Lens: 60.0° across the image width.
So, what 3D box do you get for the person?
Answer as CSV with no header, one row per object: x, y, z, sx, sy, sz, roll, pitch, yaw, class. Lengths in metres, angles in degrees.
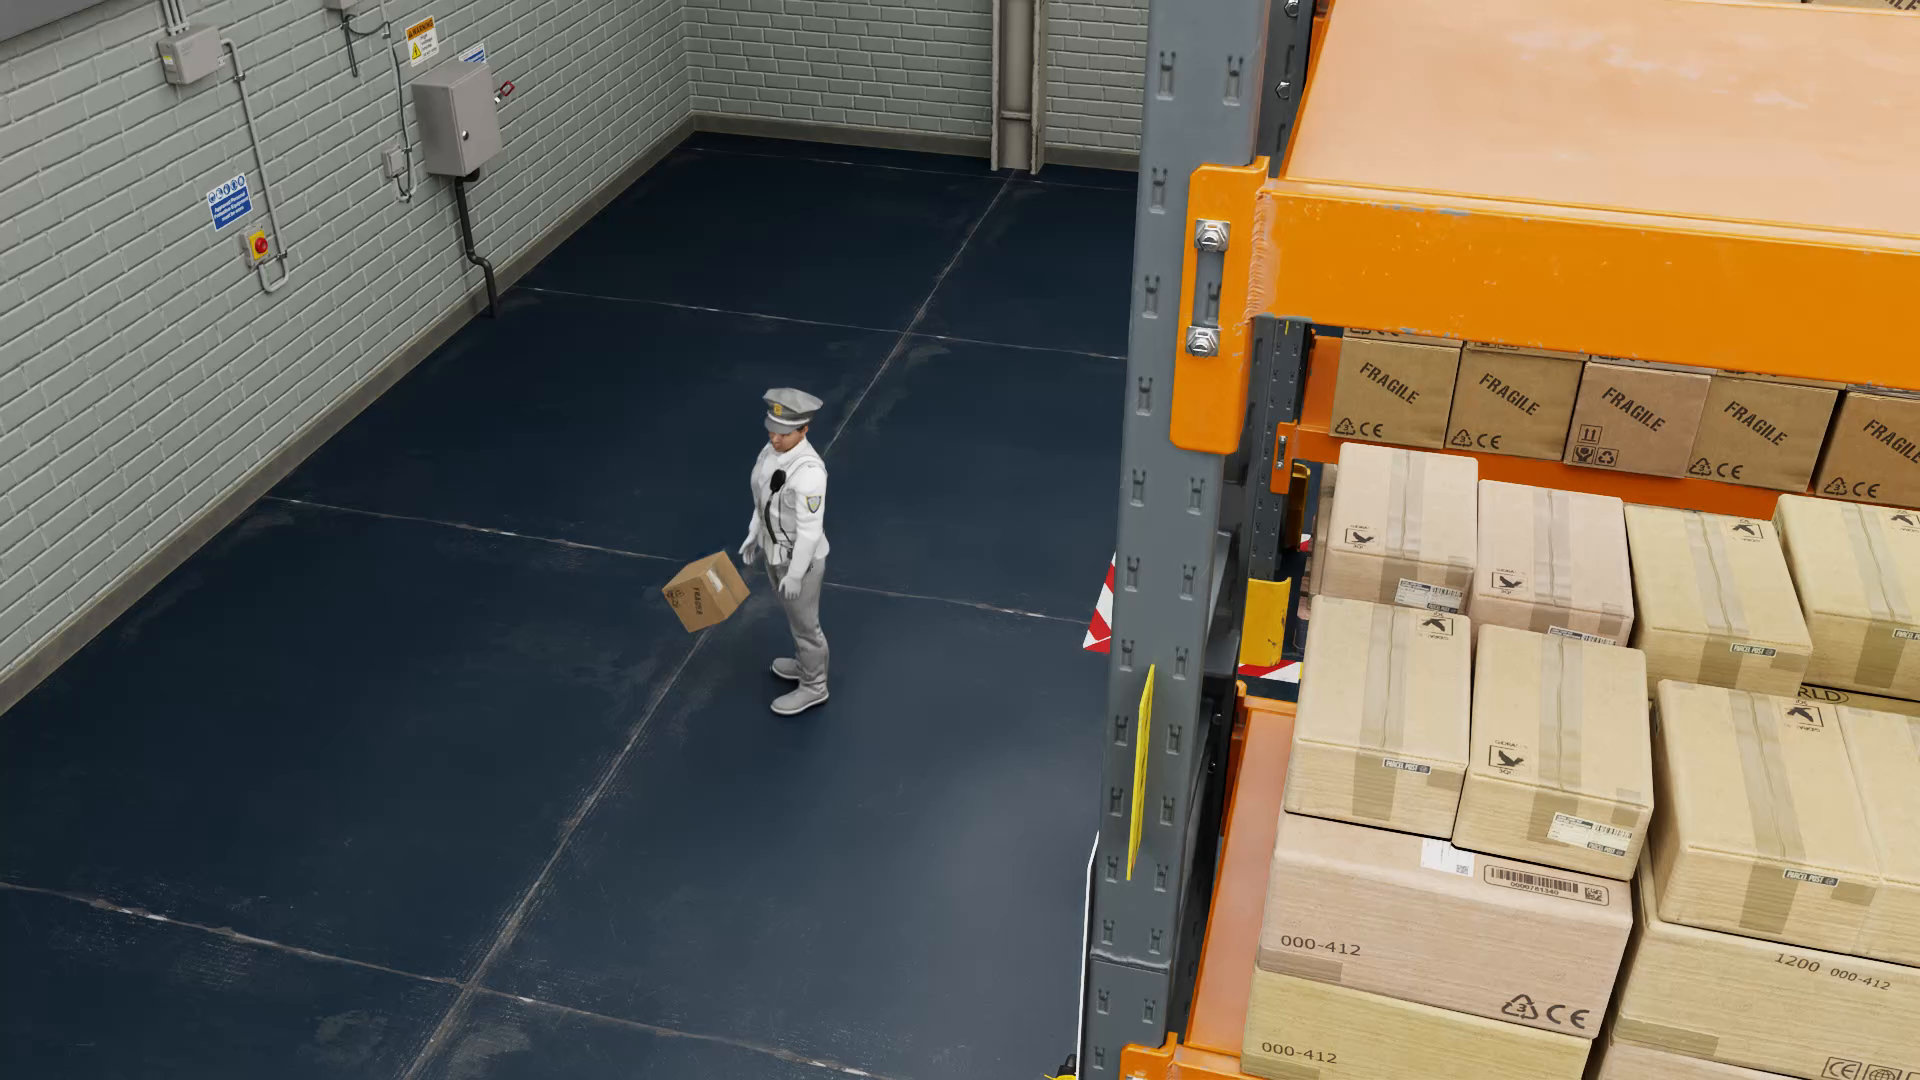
-0.784,0.058,7.530,0.378,1.686,0.585,-13,35,-19,person
